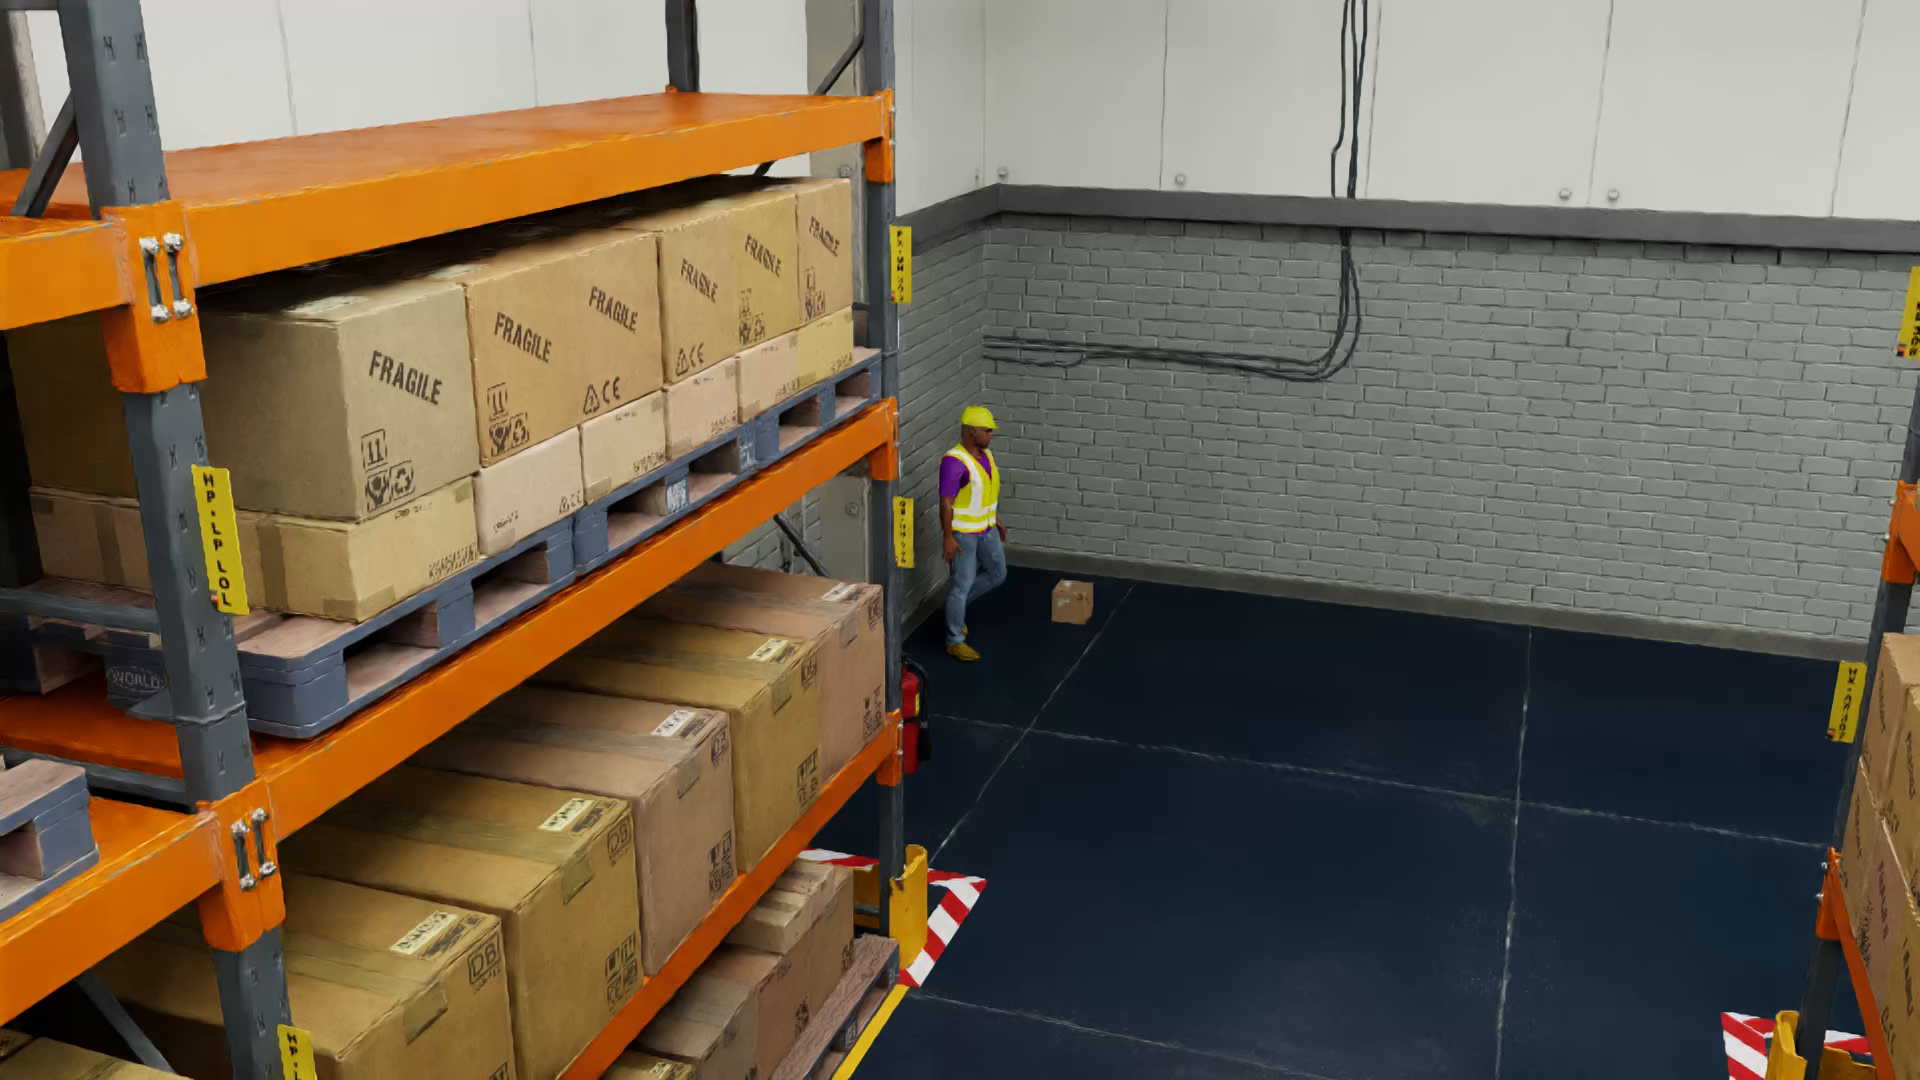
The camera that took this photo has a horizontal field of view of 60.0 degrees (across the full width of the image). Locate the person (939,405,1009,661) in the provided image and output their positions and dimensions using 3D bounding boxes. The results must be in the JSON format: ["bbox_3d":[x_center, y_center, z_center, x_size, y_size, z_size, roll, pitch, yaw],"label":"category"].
[{"bbox_3d":[0.045,-0.089,11.732,0.501,1.755,0.648,10,21,28],"label":"person"}]
